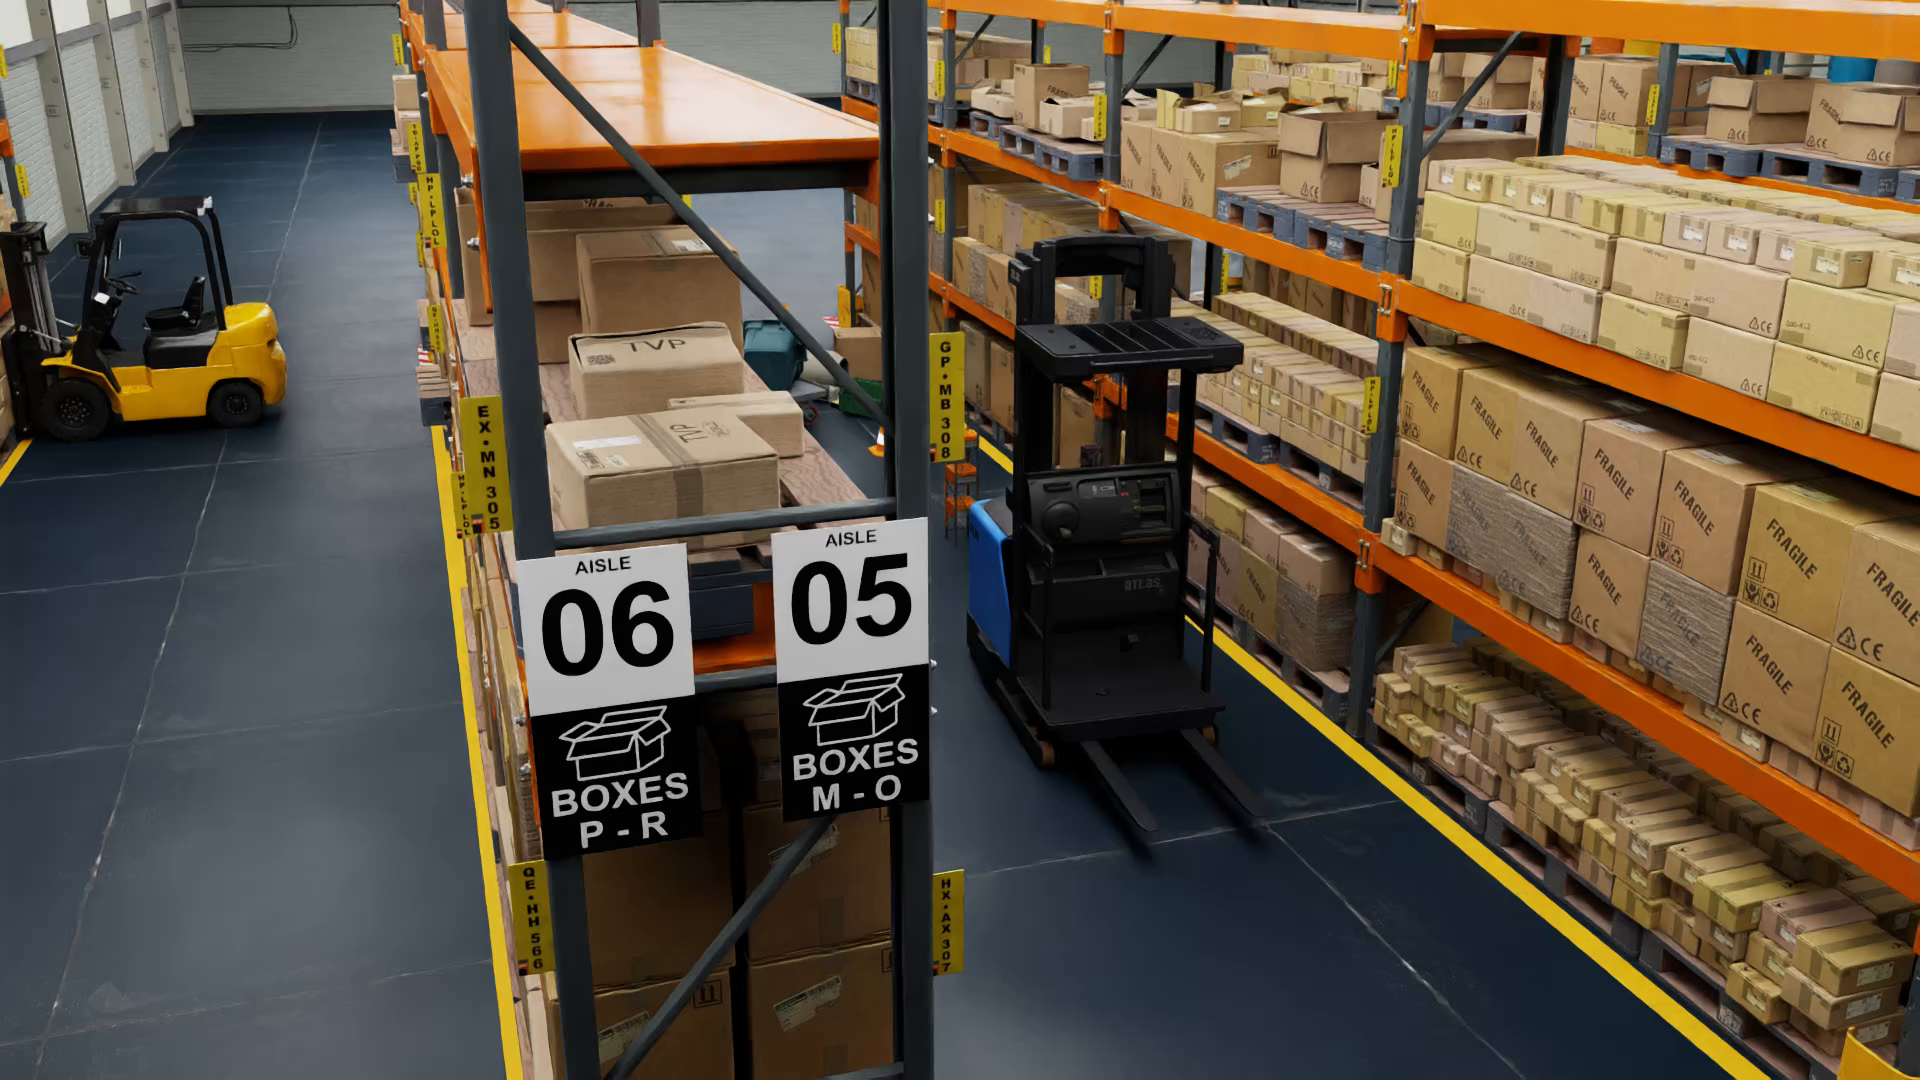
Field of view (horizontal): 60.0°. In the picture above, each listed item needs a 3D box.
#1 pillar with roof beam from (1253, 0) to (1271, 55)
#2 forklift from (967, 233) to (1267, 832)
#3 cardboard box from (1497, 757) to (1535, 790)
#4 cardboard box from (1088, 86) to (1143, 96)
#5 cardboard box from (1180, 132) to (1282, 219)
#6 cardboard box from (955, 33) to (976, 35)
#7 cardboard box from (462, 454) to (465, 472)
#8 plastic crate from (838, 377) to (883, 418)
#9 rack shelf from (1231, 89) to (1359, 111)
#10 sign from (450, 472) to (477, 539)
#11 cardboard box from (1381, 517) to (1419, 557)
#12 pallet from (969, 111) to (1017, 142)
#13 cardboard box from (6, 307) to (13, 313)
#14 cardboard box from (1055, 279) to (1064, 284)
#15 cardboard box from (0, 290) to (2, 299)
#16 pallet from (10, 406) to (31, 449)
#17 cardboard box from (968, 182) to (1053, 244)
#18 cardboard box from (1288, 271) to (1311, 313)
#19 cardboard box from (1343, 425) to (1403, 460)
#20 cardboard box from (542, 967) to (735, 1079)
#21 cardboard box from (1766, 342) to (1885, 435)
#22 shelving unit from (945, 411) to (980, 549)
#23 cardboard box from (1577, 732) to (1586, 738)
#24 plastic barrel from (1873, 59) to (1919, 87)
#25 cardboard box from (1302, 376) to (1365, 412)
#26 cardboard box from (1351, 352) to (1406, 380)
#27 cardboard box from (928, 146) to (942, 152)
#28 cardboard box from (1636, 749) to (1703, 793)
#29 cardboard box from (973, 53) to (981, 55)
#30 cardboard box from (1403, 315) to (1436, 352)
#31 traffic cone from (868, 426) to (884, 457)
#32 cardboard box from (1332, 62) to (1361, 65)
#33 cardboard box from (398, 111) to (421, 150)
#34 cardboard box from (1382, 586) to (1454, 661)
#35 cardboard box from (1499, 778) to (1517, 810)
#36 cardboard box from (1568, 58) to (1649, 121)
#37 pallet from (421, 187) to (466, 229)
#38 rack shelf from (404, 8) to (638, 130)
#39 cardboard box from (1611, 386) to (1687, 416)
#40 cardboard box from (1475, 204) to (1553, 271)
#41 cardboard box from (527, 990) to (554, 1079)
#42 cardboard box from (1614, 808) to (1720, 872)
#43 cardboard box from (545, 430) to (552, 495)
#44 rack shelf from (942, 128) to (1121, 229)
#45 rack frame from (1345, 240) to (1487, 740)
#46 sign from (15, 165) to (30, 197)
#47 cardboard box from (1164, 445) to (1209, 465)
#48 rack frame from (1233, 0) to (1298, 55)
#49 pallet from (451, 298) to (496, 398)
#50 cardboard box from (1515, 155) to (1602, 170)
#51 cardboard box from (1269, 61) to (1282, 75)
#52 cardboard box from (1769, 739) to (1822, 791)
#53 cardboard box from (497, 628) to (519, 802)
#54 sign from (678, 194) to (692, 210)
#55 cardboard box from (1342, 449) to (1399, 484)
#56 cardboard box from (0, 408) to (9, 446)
[{"bbox_3d":[5.445,-18.060,50.386,9.100,9.000,0.400,-6,21,-17],"label":"pillar with roof beam"},{"bbox_3d":[0.910,-0.191,9.613,1.130,2.935,3.031,-5,20,-14],"label":"forklift"},{"bbox_3d":[3.076,1.203,8.787,0.380,0.149,0.250,-5,20,-15],"label":"cardboard box"},{"bbox_3d":[1.249,-3.755,14.358,0.500,0.311,0.500,-7,21,-18],"label":"cardboard box"},{"bbox_3d":[1.840,-2.487,11.317,0.500,0.500,0.500,-6,21,-17],"label":"cardboard box"},{"bbox_3d":[0.060,-5.397,17.991,0.380,0.149,0.250,-6,21,-17],"label":"cardboard box"},{"bbox_3d":[-2.525,-0.323,9.359,0.500,0.250,0.500,-6,21,-16],"label":"cardboard box"},{"bbox_3d":[-0.969,-1.463,17.127,0.450,0.188,0.662,13,22,7],"label":"plastic crate"},{"bbox_3d":[4.441,-5.052,19.672,1.077,0.370,4.000,-6,21,-17],"label":"rack shelf"},{"bbox_3d":[-2.335,-0.164,7.840,0.100,0.325,0.005,-6,21,-17],"label":"sign"},{"bbox_3d":[2.623,-0.031,9.438,0.380,0.149,0.250,-6,21,-15],"label":"cardboard box"},{"bbox_3d":[0.665,-3.875,15.614,0.805,0.209,1.217,-7,21,-19],"label":"pallet"},{"bbox_3d":[-9.865,-2.299,17.346,0.500,0.250,0.500,-6,21,-15],"label":"cardboard box"},{"bbox_3d":[0.878,-2.043,14.518,0.500,0.500,0.500,-7,21,-18],"label":"cardboard box"},{"bbox_3d":[-9.418,-2.464,15.692,0.500,0.500,0.500,-6,21,-17],"label":"cardboard box"},{"bbox_3d":[-9.646,-1.095,16.153,1.003,0.211,1.213,-6,21,-17],"label":"pallet"},{"bbox_3d":[0.491,-3.202,16.265,0.700,0.500,0.500,-7,21,-18],"label":"cardboard box"},{"bbox_3d":[4.392,-3.049,20.544,0.500,0.500,0.500,-4,20,-12],"label":"cardboard box"},{"bbox_3d":[2.532,-0.601,9.964,0.380,0.149,0.250,-6,21,-16],"label":"cardboard box"},{"bbox_3d":[-0.969,1.393,4.953,0.500,0.500,0.500,-6,21,-17],"label":"cardboard box"},{"bbox_3d":[3.540,-0.614,6.472,0.500,0.250,0.500,-6,21,-17],"label":"cardboard box"},{"bbox_3d":[0.017,-0.477,13.191,0.215,1.050,0.252,-6,21,-17],"label":"shelving unit"},{"bbox_3d":[3.527,1.136,8.972,0.380,0.149,0.250,-6,21,-16],"label":"cardboard box"},{"bbox_3d":[10.343,-5.161,18.169,0.600,0.901,0.600,0,20,0],"label":"plastic barrel"},{"bbox_3d":[2.368,-0.912,10.389,0.380,0.149,0.250,-7,21,-19],"label":"cardboard box"},{"bbox_3d":[2.828,-1.144,11.034,0.380,0.149,0.250,-7,21,-18],"label":"cardboard box"},{"bbox_3d":[-0.250,-4.065,18.476,0.875,0.550,0.500,-6,21,-17],"label":"cardboard box"},{"bbox_3d":[3.657,1.177,8.417,0.380,0.149,0.250,-6,21,-17],"label":"cardboard box"},{"bbox_3d":[0.282,-4.917,17.243,0.500,0.250,0.500,-7,21,-18],"label":"cardboard box"},{"bbox_3d":[5.243,-2.168,18.063,0.700,0.500,0.500,-8,21,-21],"label":"cardboard box"},{"bbox_3d":[-0.682,-1.058,15.677,0.336,0.463,0.334,-6,21,-17],"label":"traffic cone"},{"bbox_3d":[4.640,-5.582,19.716,0.380,0.149,0.250,-7,21,-20],"label":"cardboard box"},{"bbox_3d":[-4.195,-3.271,13.249,0.500,0.250,0.500,-7,21,-18],"label":"cardboard box"},{"bbox_3d":[2.864,0.438,10.836,0.500,0.500,0.500,-6,20,-15],"label":"cardboard box"},{"bbox_3d":[3.110,1.338,8.850,0.380,0.149,0.250,-7,21,-20],"label":"cardboard box"},{"bbox_3d":[5.768,-4.038,14.895,0.500,0.500,0.500,-6,21,-17],"label":"cardboard box"},{"bbox_3d":[-2.828,-2.122,10.730,1.213,0.211,1.003,-5,20,-15],"label":"pallet"},{"bbox_3d":[-2.452,-2.655,9.153,1.077,0.370,4.000,-6,21,-17],"label":"rack shelf"},{"bbox_3d":[3.564,-0.480,8.248,0.500,0.500,0.500,-6,21,-16],"label":"cardboard box"},{"bbox_3d":[2.920,-1.511,8.232,0.500,0.250,0.500,-6,21,-17],"label":"cardboard box"},{"bbox_3d":[-1.164,2.081,6.355,0.875,0.438,0.875,-6,21,-16],"label":"cardboard box"},{"bbox_3d":[3.309,1.403,7.789,0.380,0.149,0.250,-6,21,-15],"label":"cardboard box"},{"bbox_3d":[-1.001,-0.232,4.791,0.380,0.149,0.250,-8,21,-21],"label":"cardboard box"},{"bbox_3d":[0.958,-3.274,14.721,1.077,0.370,4.000,-6,21,-17],"label":"rack shelf"},{"bbox_3d":[2.844,-0.275,9.746,1.000,3.000,0.127,-6,21,-17],"label":"rack frame"},{"bbox_3d":[-9.786,-3.749,17.353,0.100,0.325,0.005,-6,21,-17],"label":"sign"},{"bbox_3d":[1.733,-0.523,12.404,0.500,0.250,0.500,-7,21,-18],"label":"cardboard box"},{"bbox_3d":[3.813,-7.444,20.830,1.000,3.000,0.127,-6,21,-17],"label":"rack frame"},{"bbox_3d":[-1.576,-0.823,6.965,1.003,0.211,1.213,-6,21,-17],"label":"pallet"},{"bbox_3d":[3.202,-1.968,8.914,0.380,0.149,0.250,-7,21,-20],"label":"cardboard box"},{"bbox_3d":[3.956,-5.702,20.048,0.380,0.149,0.250,-6,21,-17],"label":"cardboard box"},{"bbox_3d":[3.595,0.889,6.875,0.380,0.149,0.250,-7,21,-18],"label":"cardboard box"},{"bbox_3d":[-1.288,0.596,5.693,0.500,0.500,0.500,-6,21,-17],"label":"cardboard box"},{"bbox_3d":[-1.297,-1.469,7.749,0.100,0.325,0.005,-6,21,-17],"label":"sign"},{"bbox_3d":[2.531,-0.461,10.013,0.380,0.149,0.250,-7,21,-18],"label":"cardboard box"},{"bbox_3d":[-9.061,-1.011,15.240,0.500,0.250,0.500,-7,21,-18],"label":"cardboard box"}]
